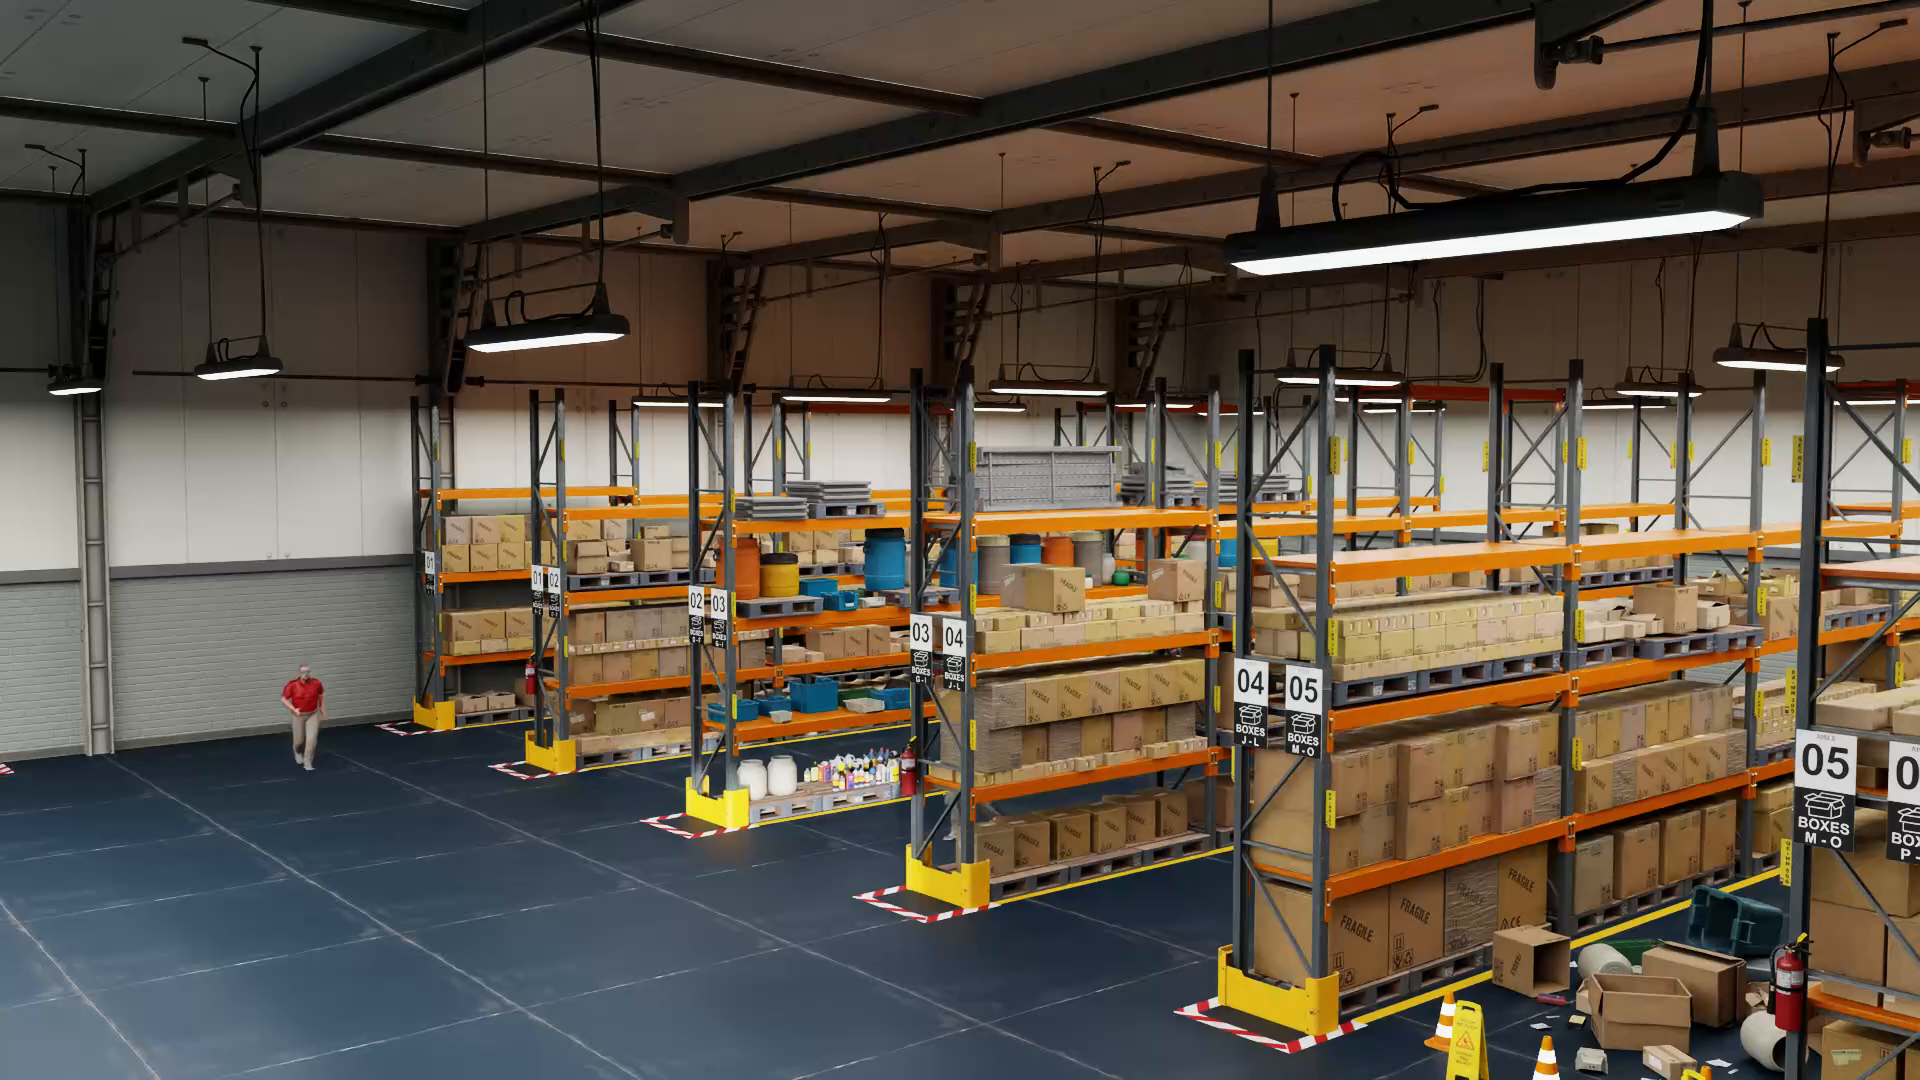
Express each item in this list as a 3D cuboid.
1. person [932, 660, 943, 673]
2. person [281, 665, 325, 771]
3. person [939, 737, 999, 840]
[{"bbox_3d":[-0.419,2.227,34.997,0.664,1.759,0.668,-3,5,-45],"label":"person"},{"bbox_3d":[-10.374,2.789,26.291,0.659,1.677,0.776,-2,4,-27],"label":"person"},{"bbox_3d":[0.147,3.155,21.661,0.969,1.450,0.542,-2,4,-31],"label":"person"}]
